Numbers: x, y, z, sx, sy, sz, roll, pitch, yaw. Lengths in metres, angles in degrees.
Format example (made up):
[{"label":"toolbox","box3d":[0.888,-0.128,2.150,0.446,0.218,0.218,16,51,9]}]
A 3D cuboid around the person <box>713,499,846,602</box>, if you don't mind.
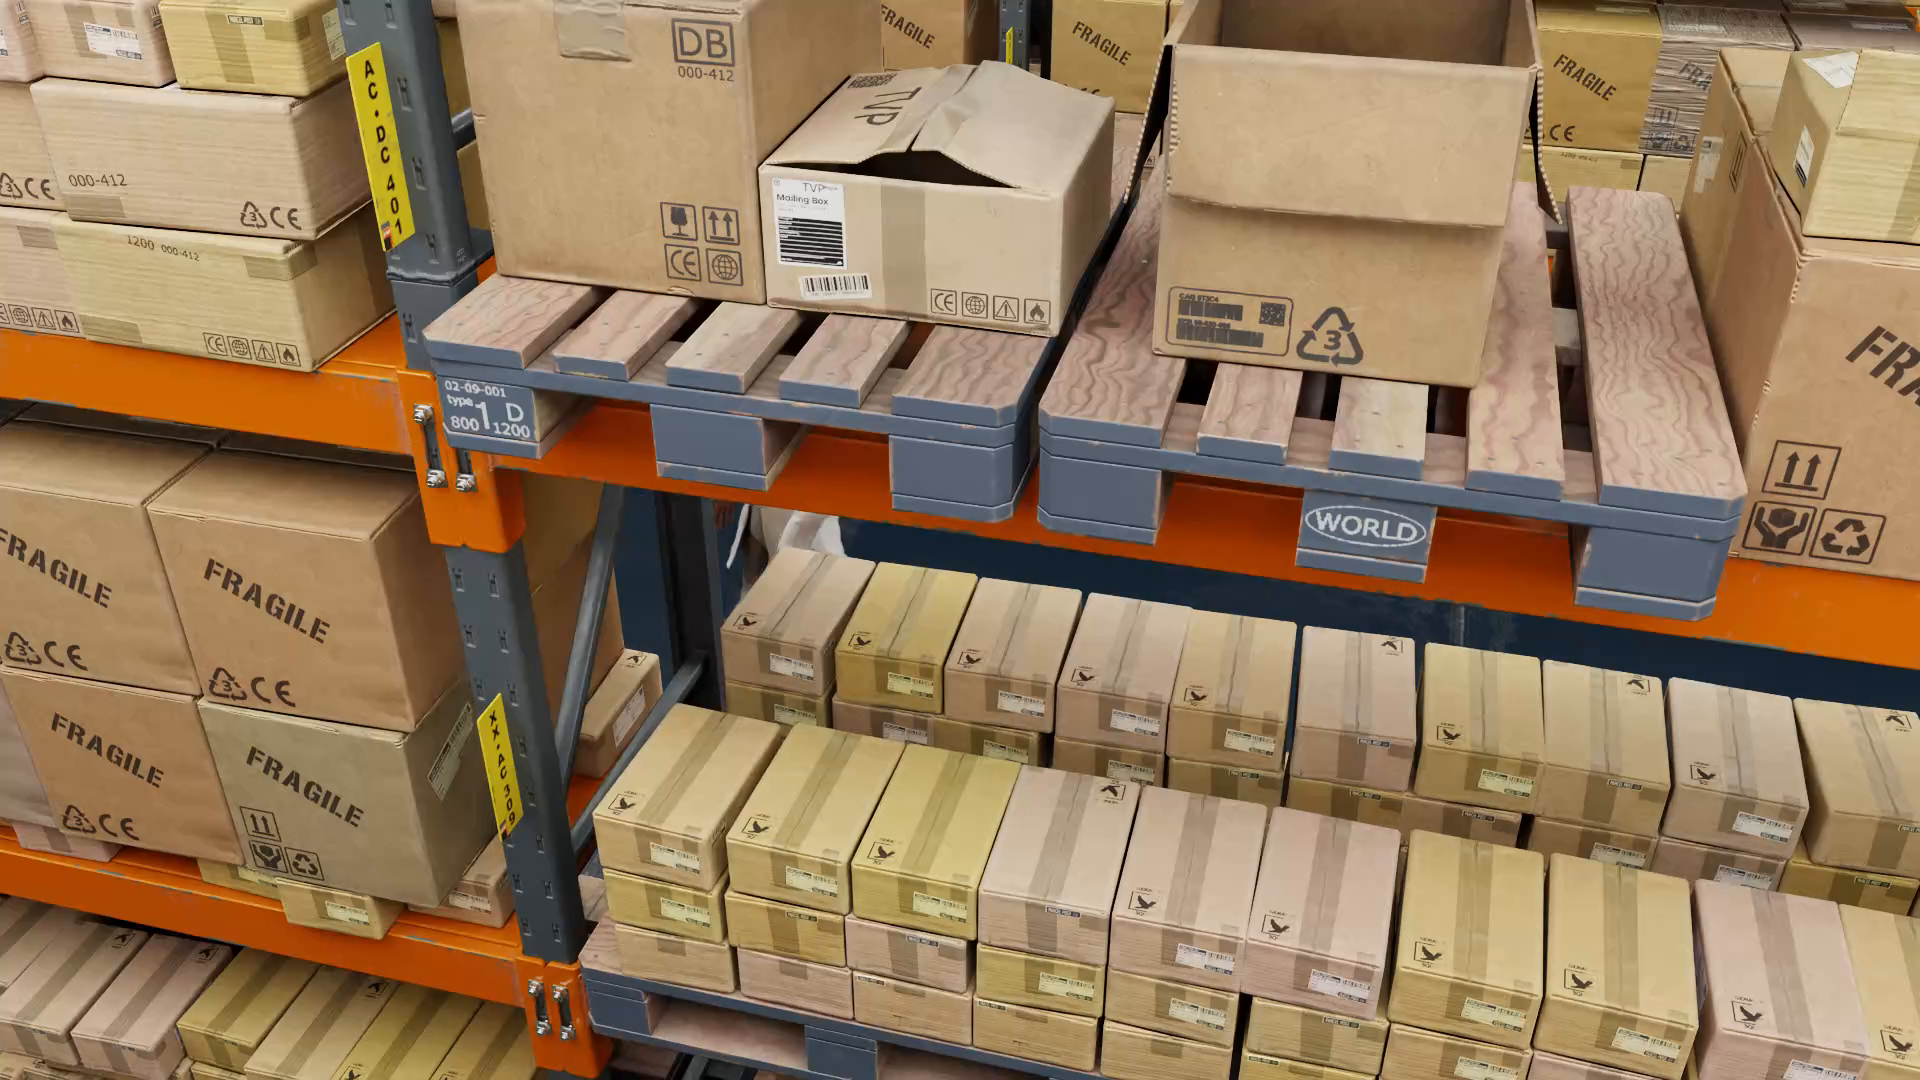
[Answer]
[{"label":"person","box3d":[-0.708,-0.024,6.162,0.613,1.778,0.640,-18,37,-26]}]
